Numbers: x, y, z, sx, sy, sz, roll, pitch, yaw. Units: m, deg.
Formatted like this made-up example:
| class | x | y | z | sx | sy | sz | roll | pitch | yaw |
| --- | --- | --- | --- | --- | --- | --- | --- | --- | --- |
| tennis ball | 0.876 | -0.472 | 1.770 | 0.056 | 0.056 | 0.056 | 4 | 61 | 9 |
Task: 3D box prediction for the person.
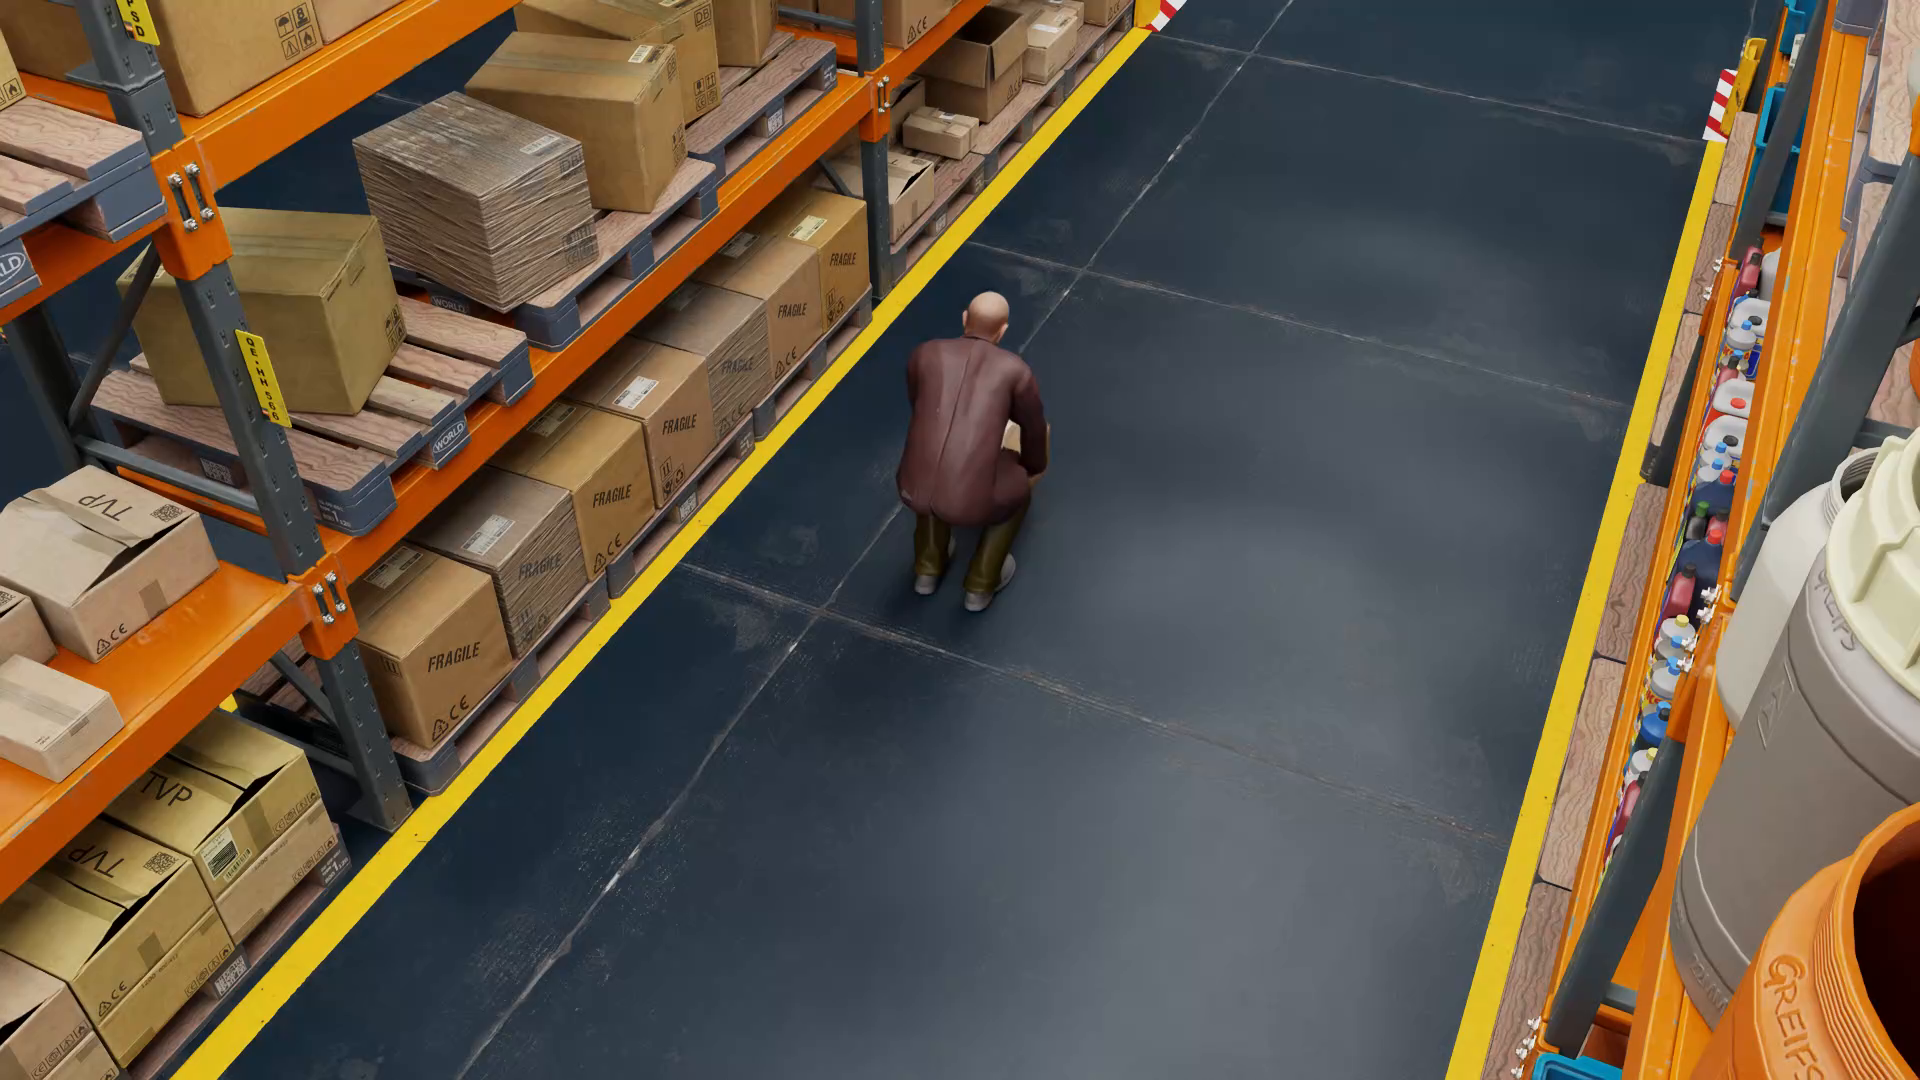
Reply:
| class | x | y | z | sx | sy | sz | roll | pitch | yaw |
| --- | --- | --- | --- | --- | --- | --- | --- | --- | --- |
| person | 0.012 | -0.344 | 6.966 | 0.630 | 1.242 | 0.797 | 17 | 44 | 18 |
